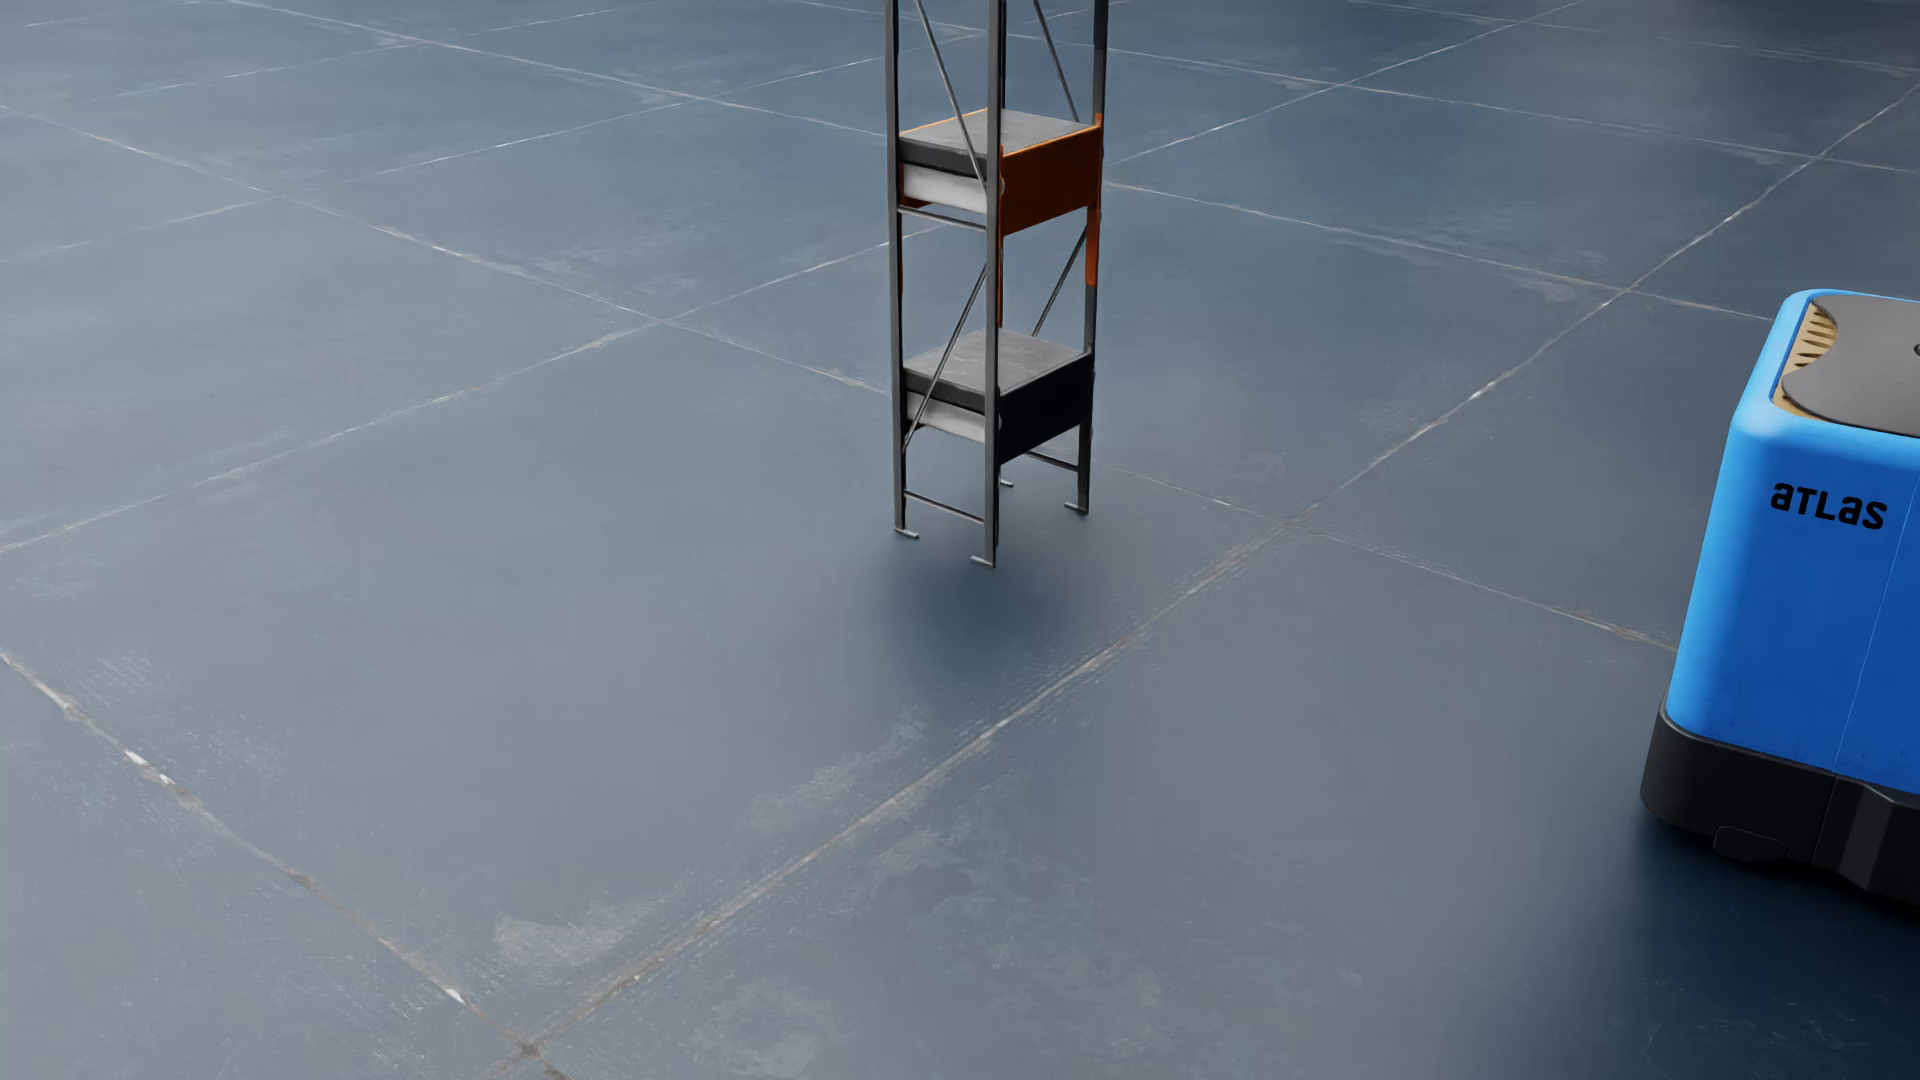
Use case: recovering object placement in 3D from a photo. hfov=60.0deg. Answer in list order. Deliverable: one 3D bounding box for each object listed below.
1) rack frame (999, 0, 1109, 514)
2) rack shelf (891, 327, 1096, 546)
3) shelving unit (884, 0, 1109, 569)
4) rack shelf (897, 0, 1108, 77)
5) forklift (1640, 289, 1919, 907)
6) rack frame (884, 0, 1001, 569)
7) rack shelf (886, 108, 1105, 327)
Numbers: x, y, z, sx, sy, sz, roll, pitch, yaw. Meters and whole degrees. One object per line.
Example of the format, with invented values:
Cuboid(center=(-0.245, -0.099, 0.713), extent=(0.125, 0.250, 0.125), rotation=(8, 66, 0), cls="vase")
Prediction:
Cuboid(center=(0.261, -1.078, 5.048), extent=(0.400, 2.100, 0.015), rotation=(21, 34, 34), cls="rack frame")
Cuboid(center=(0.105, -0.357, 5.209), extent=(0.431, 0.518, 0.480), rotation=(21, 34, 34), cls="rack shelf")
Cuboid(center=(0.105, -0.991, 4.881), extent=(0.431, 2.100, 0.503), rotation=(21, 34, 34), cls="shelving unit")
Cuboid(center=(0.105, -1.601, 4.566), extent=(0.431, 0.518, 0.480), rotation=(21, 34, 34), cls="rack shelf")
Cuboid(center=(3.134, -0.459, 2.948), extent=(3.031, 2.935, 1.130), rotation=(15, 31, 27), cls="forklift")
Cuboid(center=(-0.050, -0.905, 4.714), extent=(0.400, 2.100, 0.015), rotation=(21, 34, 34), cls="rack frame")
Cuboid(center=(0.105, -0.979, 4.887), extent=(0.431, 0.518, 0.480), rotation=(21, 34, 34), cls="rack shelf")
